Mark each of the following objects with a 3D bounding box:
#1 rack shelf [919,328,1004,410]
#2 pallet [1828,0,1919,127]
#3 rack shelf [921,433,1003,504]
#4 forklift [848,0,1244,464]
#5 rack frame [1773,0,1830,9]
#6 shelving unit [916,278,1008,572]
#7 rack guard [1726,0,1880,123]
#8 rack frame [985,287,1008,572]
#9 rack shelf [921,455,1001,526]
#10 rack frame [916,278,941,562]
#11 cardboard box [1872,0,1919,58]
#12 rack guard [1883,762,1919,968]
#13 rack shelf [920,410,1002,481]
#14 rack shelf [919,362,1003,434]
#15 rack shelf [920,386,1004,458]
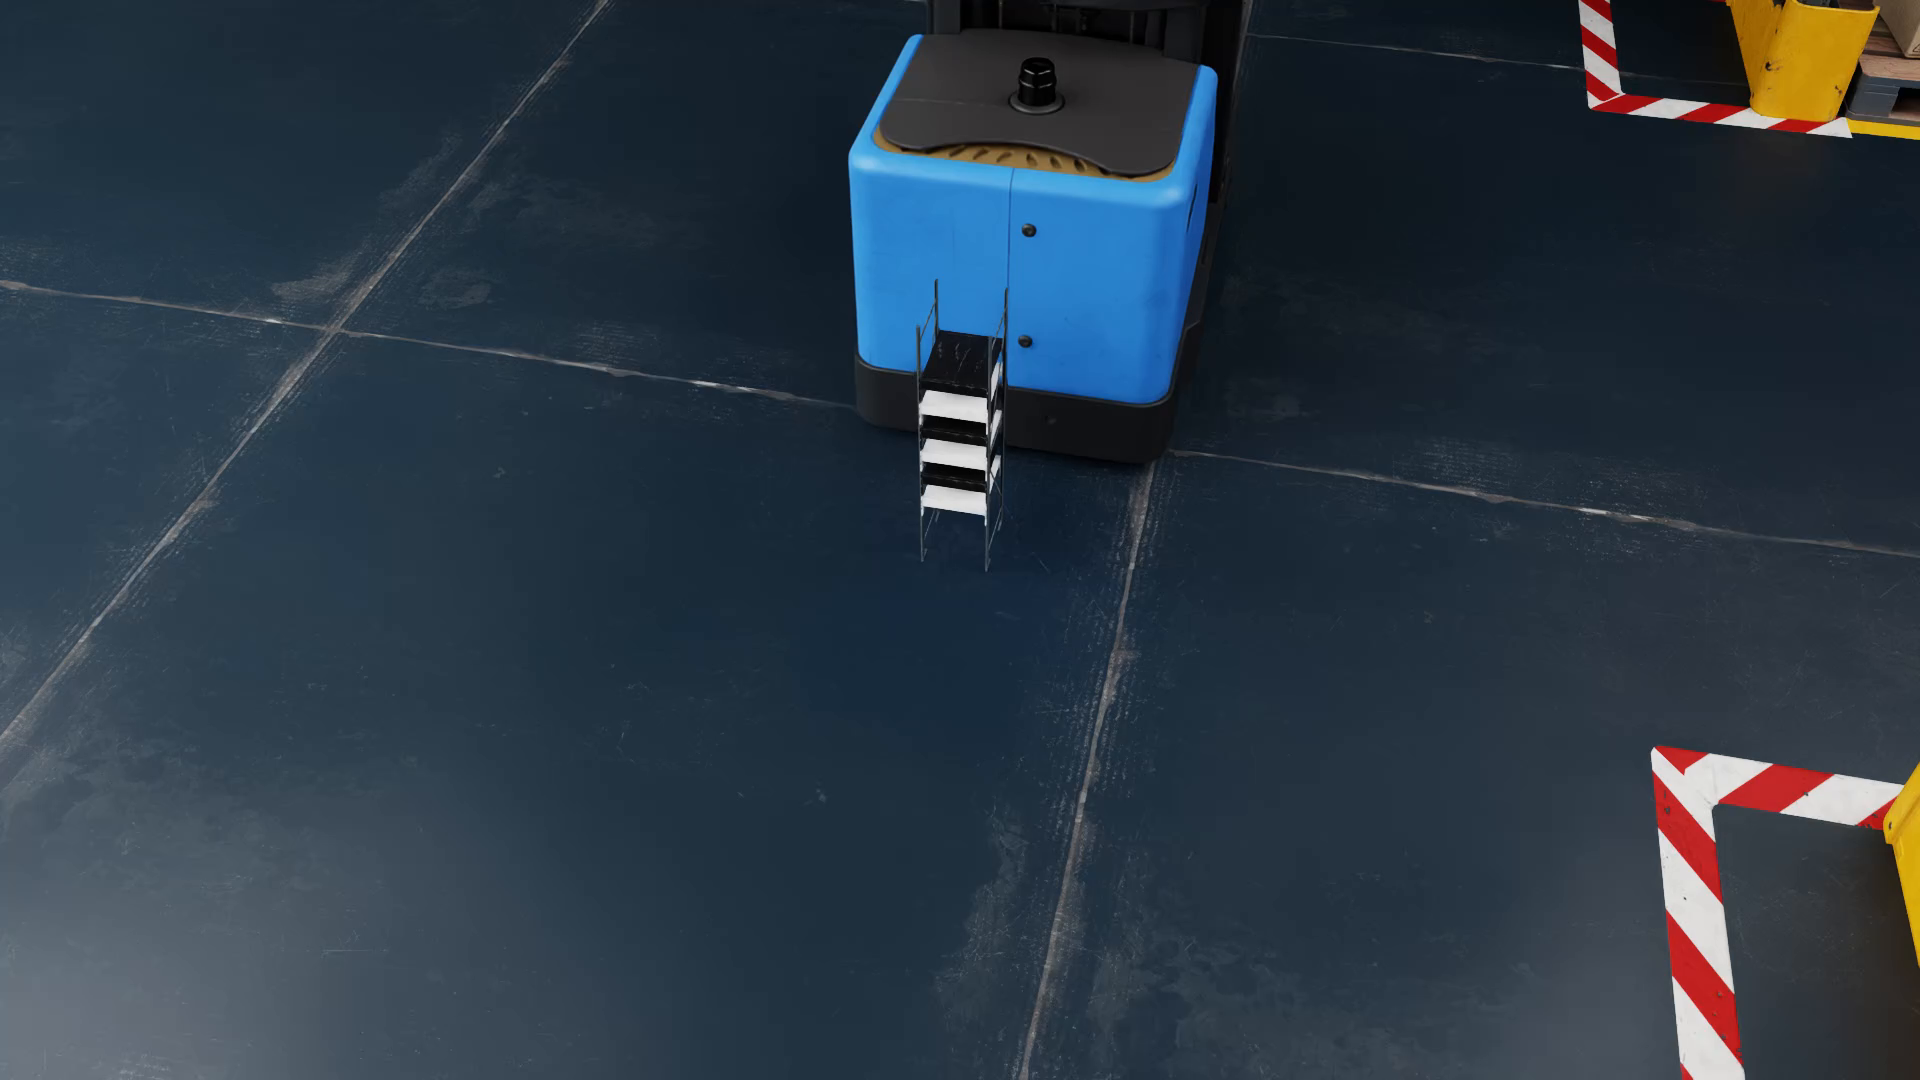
[{"bbox_3d":[0.008,-0.493,4.773,0.200,0.077,0.258,9,45,9],"label":"rack shelf"},{"bbox_3d":[4.489,-2.124,7.305,1.213,0.211,1.003,9,45,9],"label":"pallet"},{"bbox_3d":[0.008,-0.234,5.022,0.200,0.077,0.258,9,45,9],"label":"rack shelf"},{"bbox_3d":[0.479,-2.341,5.569,1.130,2.935,3.031,9,45,9],"label":"forklift"},{"bbox_3d":[3.630,-3.287,6.502,0.127,3.000,1.000,9,45,9],"label":"rack frame"},{"bbox_3d":[0.008,-0.323,4.937,0.210,0.900,0.258,9,45,9],"label":"shelving unit"},{"bbox_3d":[3.704,-2.375,7.357,0.348,0.500,1.175,9,45,9],"label":"rack guard"},{"bbox_3d":[0.107,-0.308,4.921,0.006,0.900,0.240,9,45,9],"label":"rack frame"},{"bbox_3d":[0.008,-0.169,5.085,0.200,0.077,0.258,9,45,9],"label":"rack shelf"},{"bbox_3d":[-0.091,-0.338,4.953,0.006,0.900,0.240,9,45,9],"label":"rack frame"},{"bbox_3d":[4.285,-2.311,7.110,0.500,0.311,0.500,4,44,4],"label":"cardboard box"},{"bbox_3d":[2.528,0.963,3.889,0.348,0.500,1.175,9,45,9],"label":"rack guard"},{"bbox_3d":[0.008,-0.299,4.960,0.200,0.077,0.258,9,45,9],"label":"rack shelf"},{"bbox_3d":[0.008,-0.429,4.835,0.200,0.077,0.258,9,45,9],"label":"rack shelf"},{"bbox_3d":[0.008,-0.364,4.897,0.200,0.077,0.258,9,45,9],"label":"rack shelf"}]
